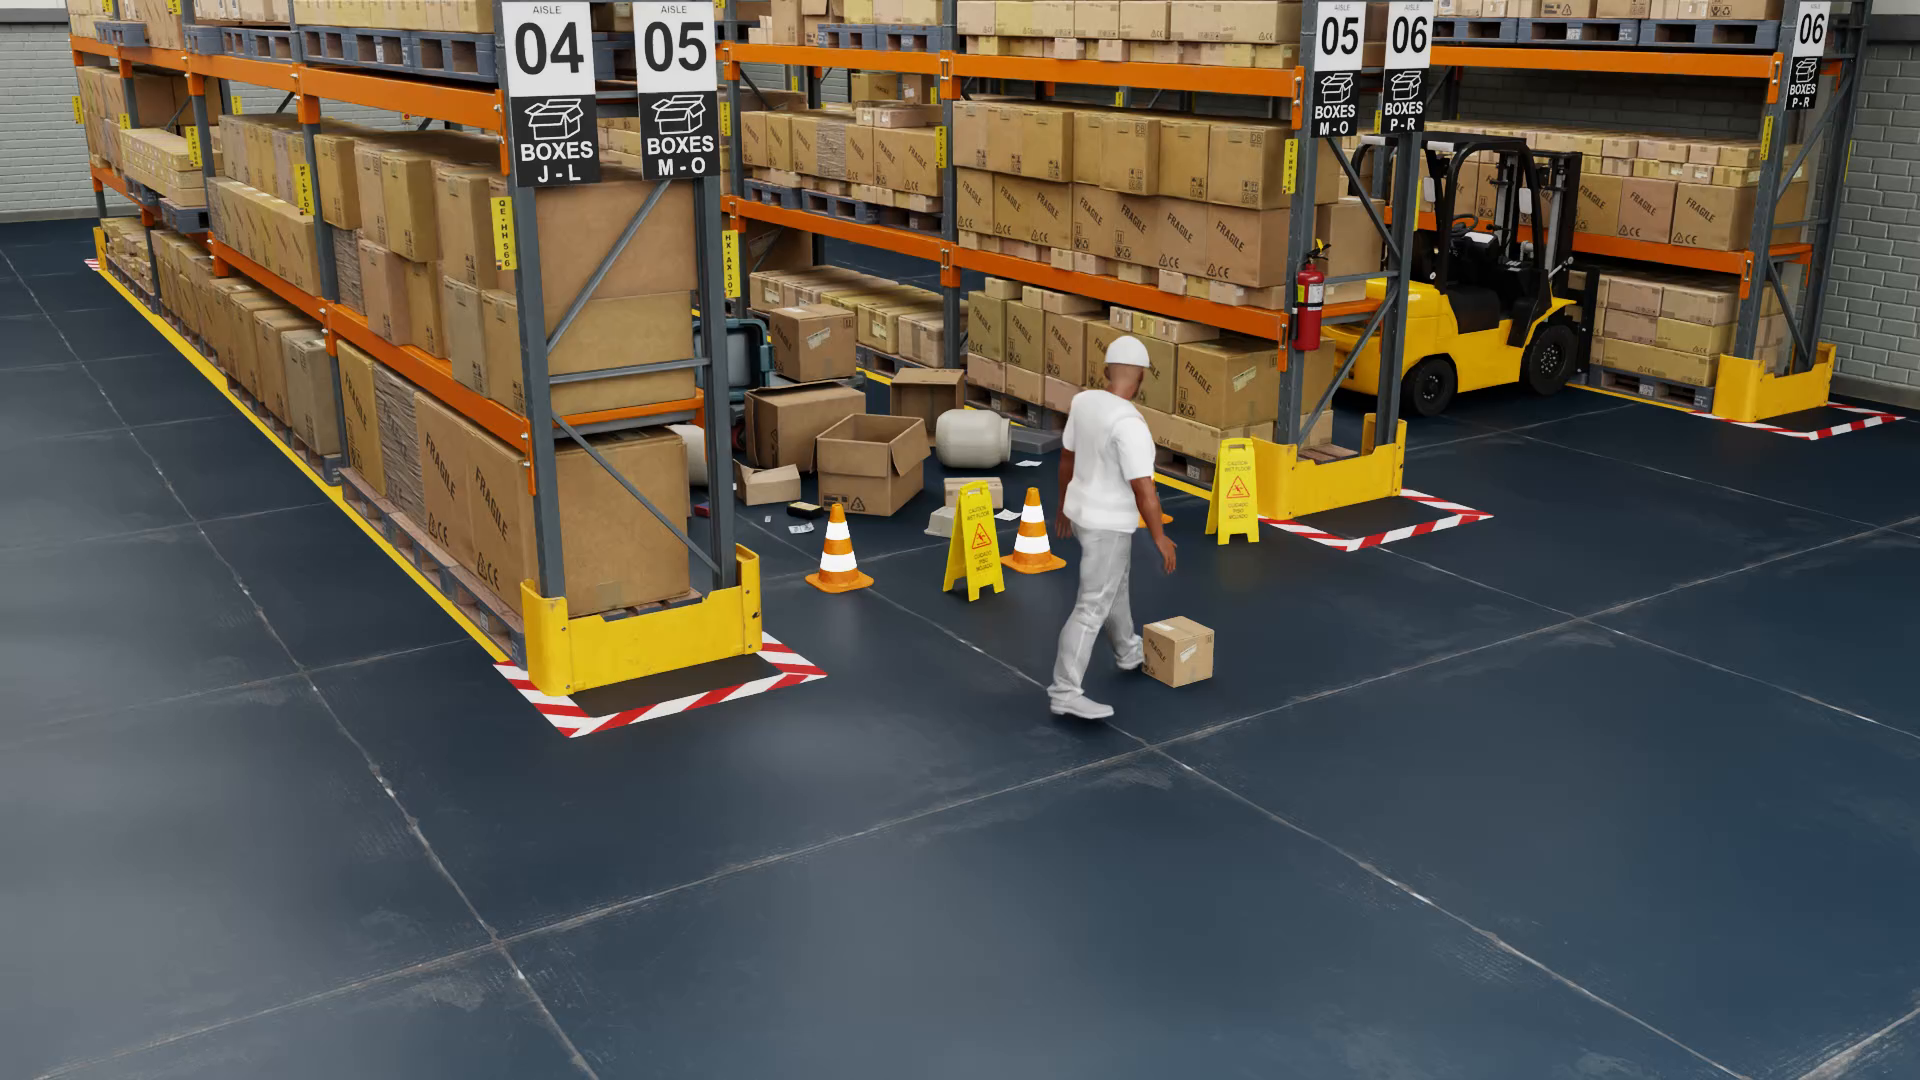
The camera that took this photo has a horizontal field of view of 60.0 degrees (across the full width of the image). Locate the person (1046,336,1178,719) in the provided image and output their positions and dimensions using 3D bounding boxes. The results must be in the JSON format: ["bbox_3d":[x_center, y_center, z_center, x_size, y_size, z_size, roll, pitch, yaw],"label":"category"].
[{"bbox_3d":[0.748,-0.100,7.786,0.797,1.732,0.715,-5,19,-15],"label":"person"}]
